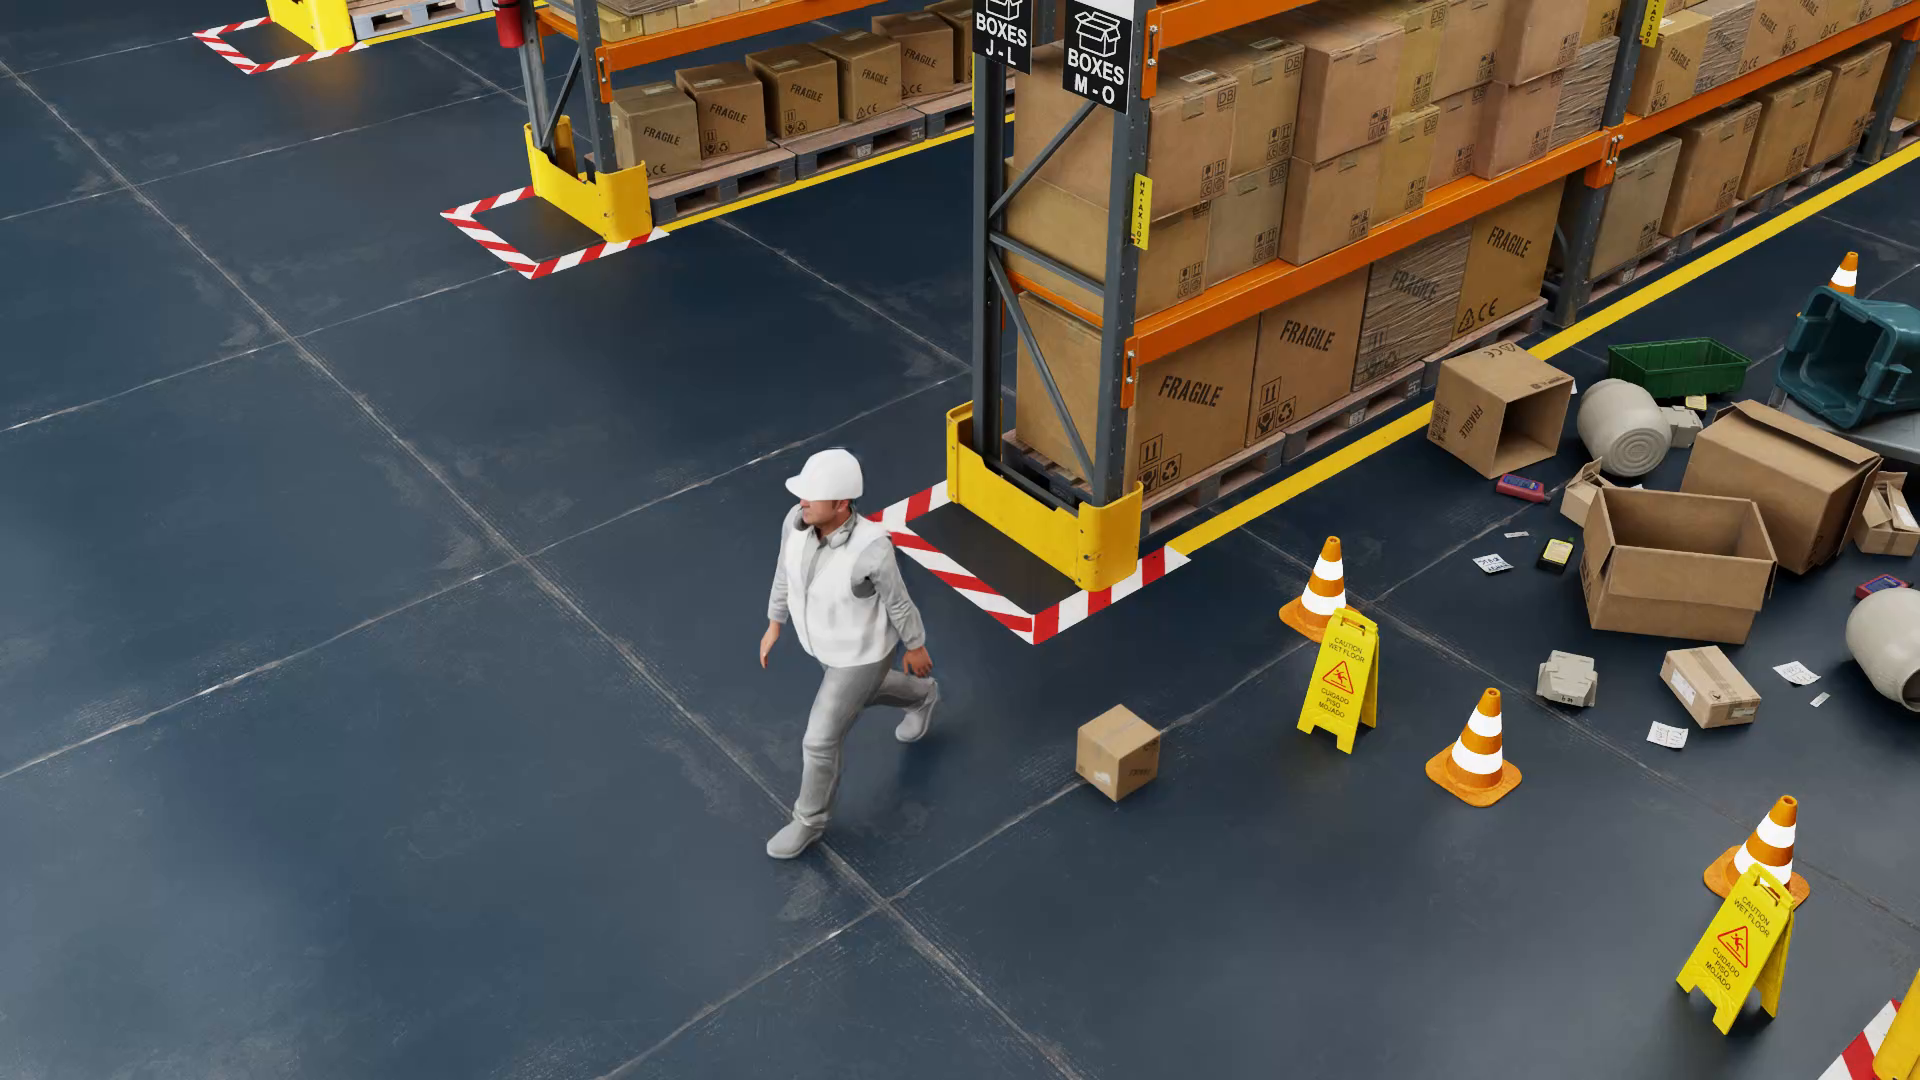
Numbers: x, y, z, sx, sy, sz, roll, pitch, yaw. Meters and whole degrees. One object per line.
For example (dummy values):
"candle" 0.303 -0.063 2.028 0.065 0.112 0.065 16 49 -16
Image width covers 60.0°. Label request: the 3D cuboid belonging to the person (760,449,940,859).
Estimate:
"person" -0.387 0.326 6.631 0.936 1.717 0.571 -28 44 -33
